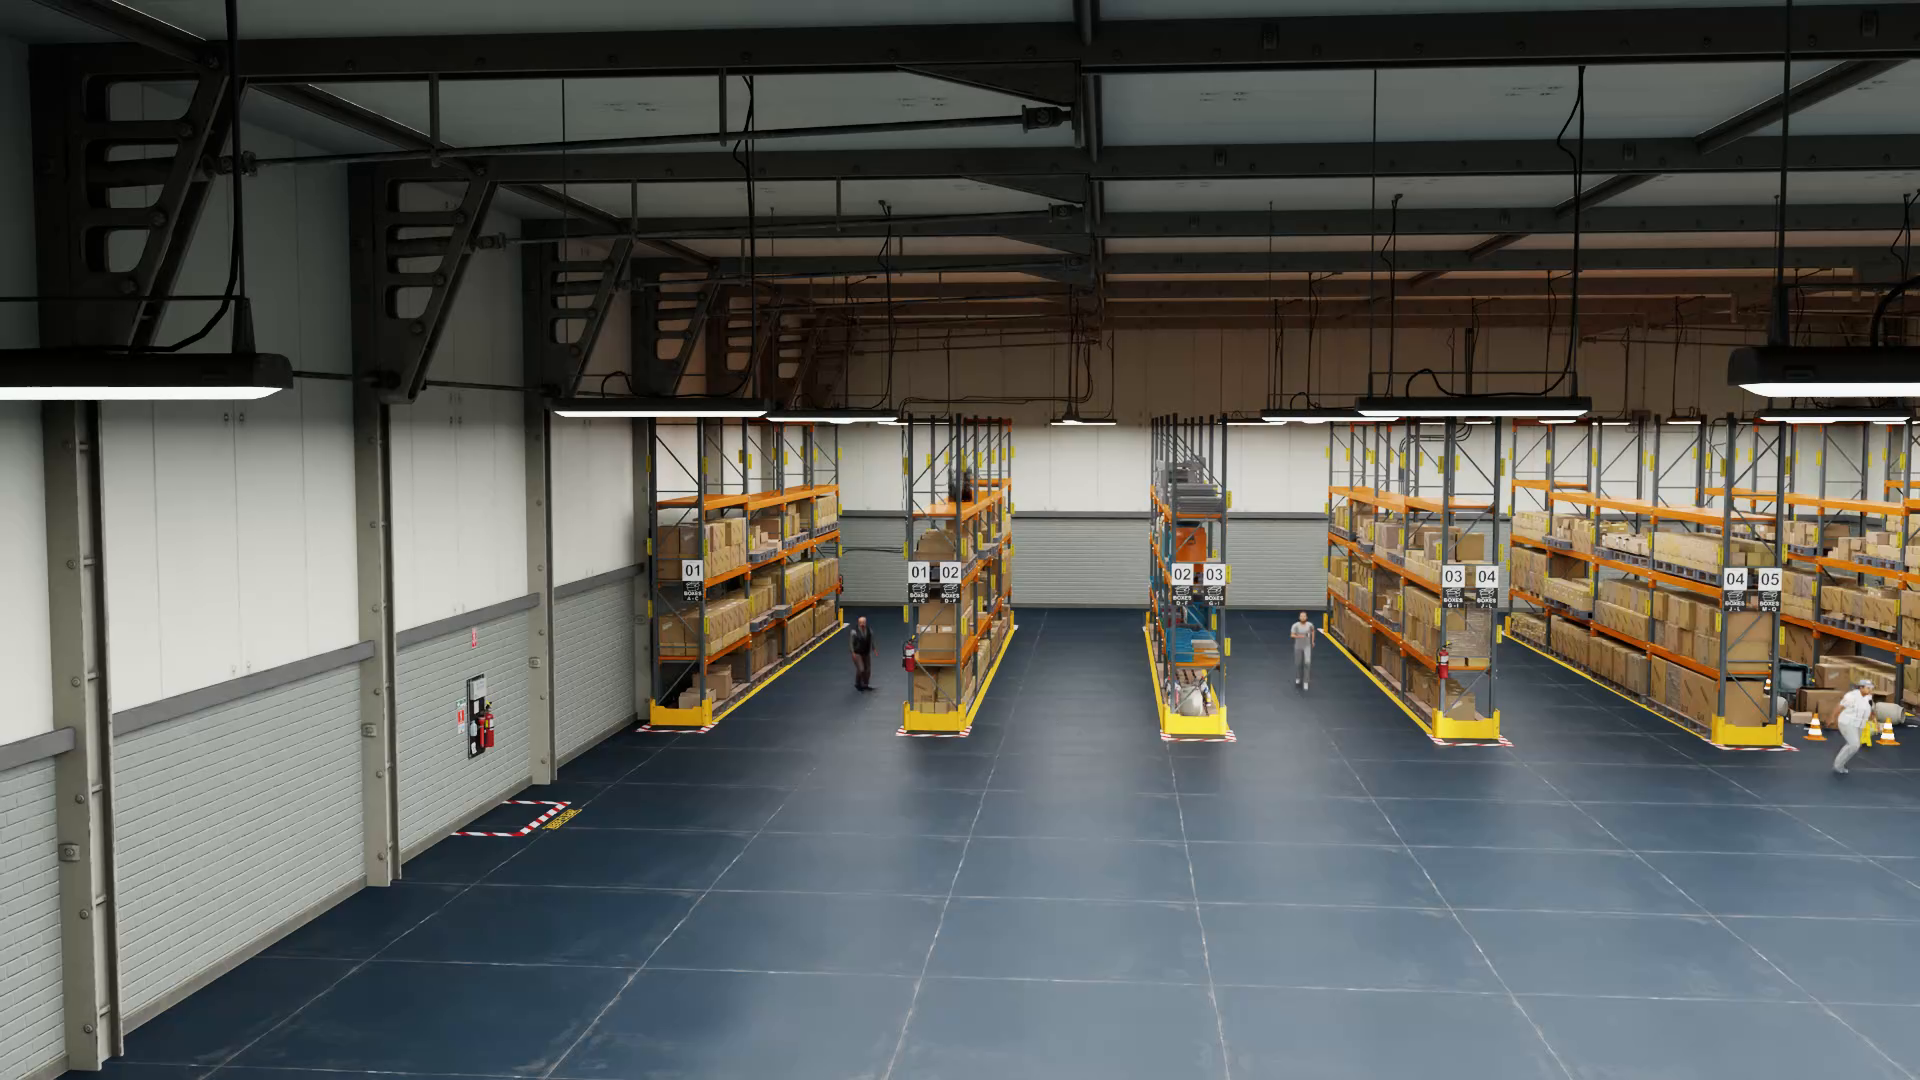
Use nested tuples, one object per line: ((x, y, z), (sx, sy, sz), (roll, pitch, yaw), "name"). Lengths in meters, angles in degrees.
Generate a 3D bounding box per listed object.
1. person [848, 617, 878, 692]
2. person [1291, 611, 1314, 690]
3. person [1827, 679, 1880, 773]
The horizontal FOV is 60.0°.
((-2.145, 2.472, 36.113), (0.643, 1.661, 0.556), (-3, 5, -37), "person")
((7.557, 2.409, 36.690), (0.556, 1.718, 0.853), (0, 4, 3), "person")
((14.774, 3.071, 27.454), (0.592, 1.604, 0.713), (-1, 4, -21), "person")
